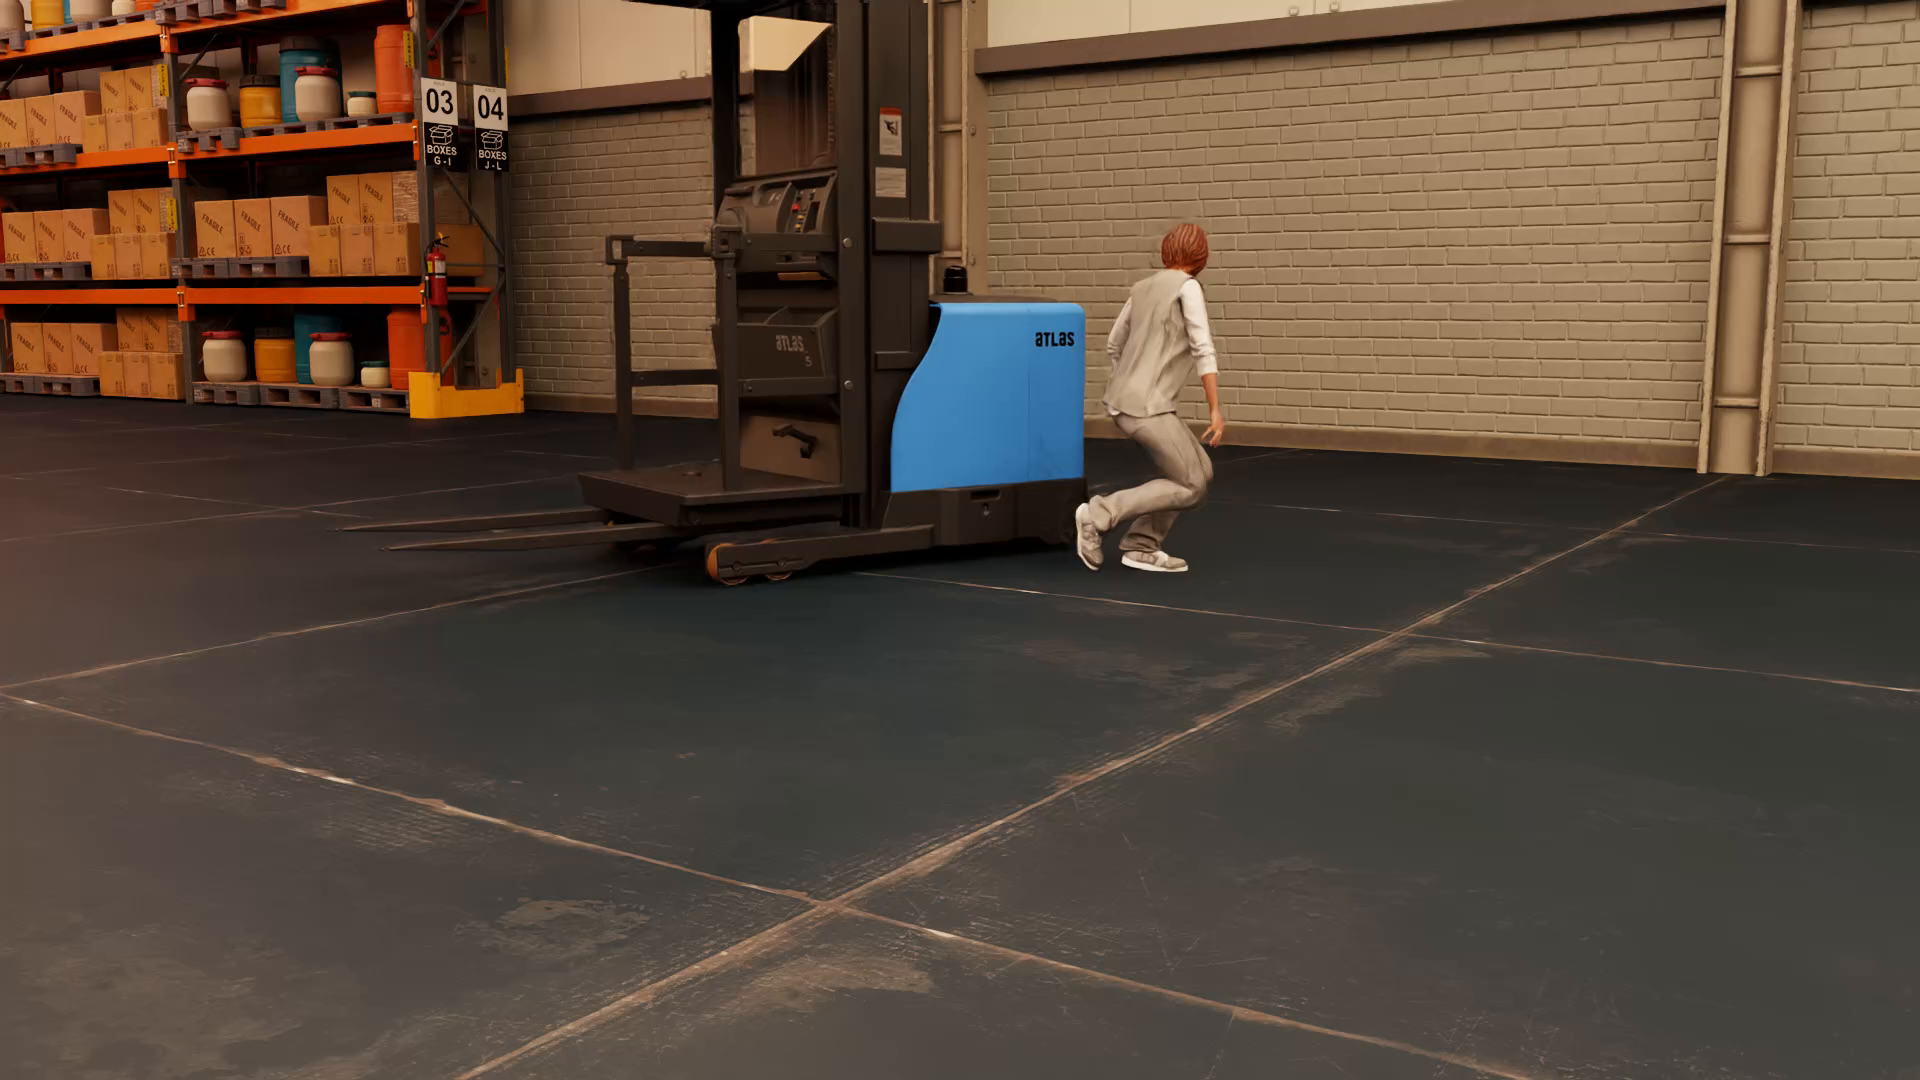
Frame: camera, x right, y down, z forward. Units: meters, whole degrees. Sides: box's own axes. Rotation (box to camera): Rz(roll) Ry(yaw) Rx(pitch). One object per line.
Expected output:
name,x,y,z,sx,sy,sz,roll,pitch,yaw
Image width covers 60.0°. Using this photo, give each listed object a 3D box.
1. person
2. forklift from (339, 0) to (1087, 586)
person,0.739,-0.549,6.599,0.583,1.404,0.692,-1,8,-9
forklift,-0.938,-1.359,6.753,3.031,2.935,1.130,-6,10,-34
